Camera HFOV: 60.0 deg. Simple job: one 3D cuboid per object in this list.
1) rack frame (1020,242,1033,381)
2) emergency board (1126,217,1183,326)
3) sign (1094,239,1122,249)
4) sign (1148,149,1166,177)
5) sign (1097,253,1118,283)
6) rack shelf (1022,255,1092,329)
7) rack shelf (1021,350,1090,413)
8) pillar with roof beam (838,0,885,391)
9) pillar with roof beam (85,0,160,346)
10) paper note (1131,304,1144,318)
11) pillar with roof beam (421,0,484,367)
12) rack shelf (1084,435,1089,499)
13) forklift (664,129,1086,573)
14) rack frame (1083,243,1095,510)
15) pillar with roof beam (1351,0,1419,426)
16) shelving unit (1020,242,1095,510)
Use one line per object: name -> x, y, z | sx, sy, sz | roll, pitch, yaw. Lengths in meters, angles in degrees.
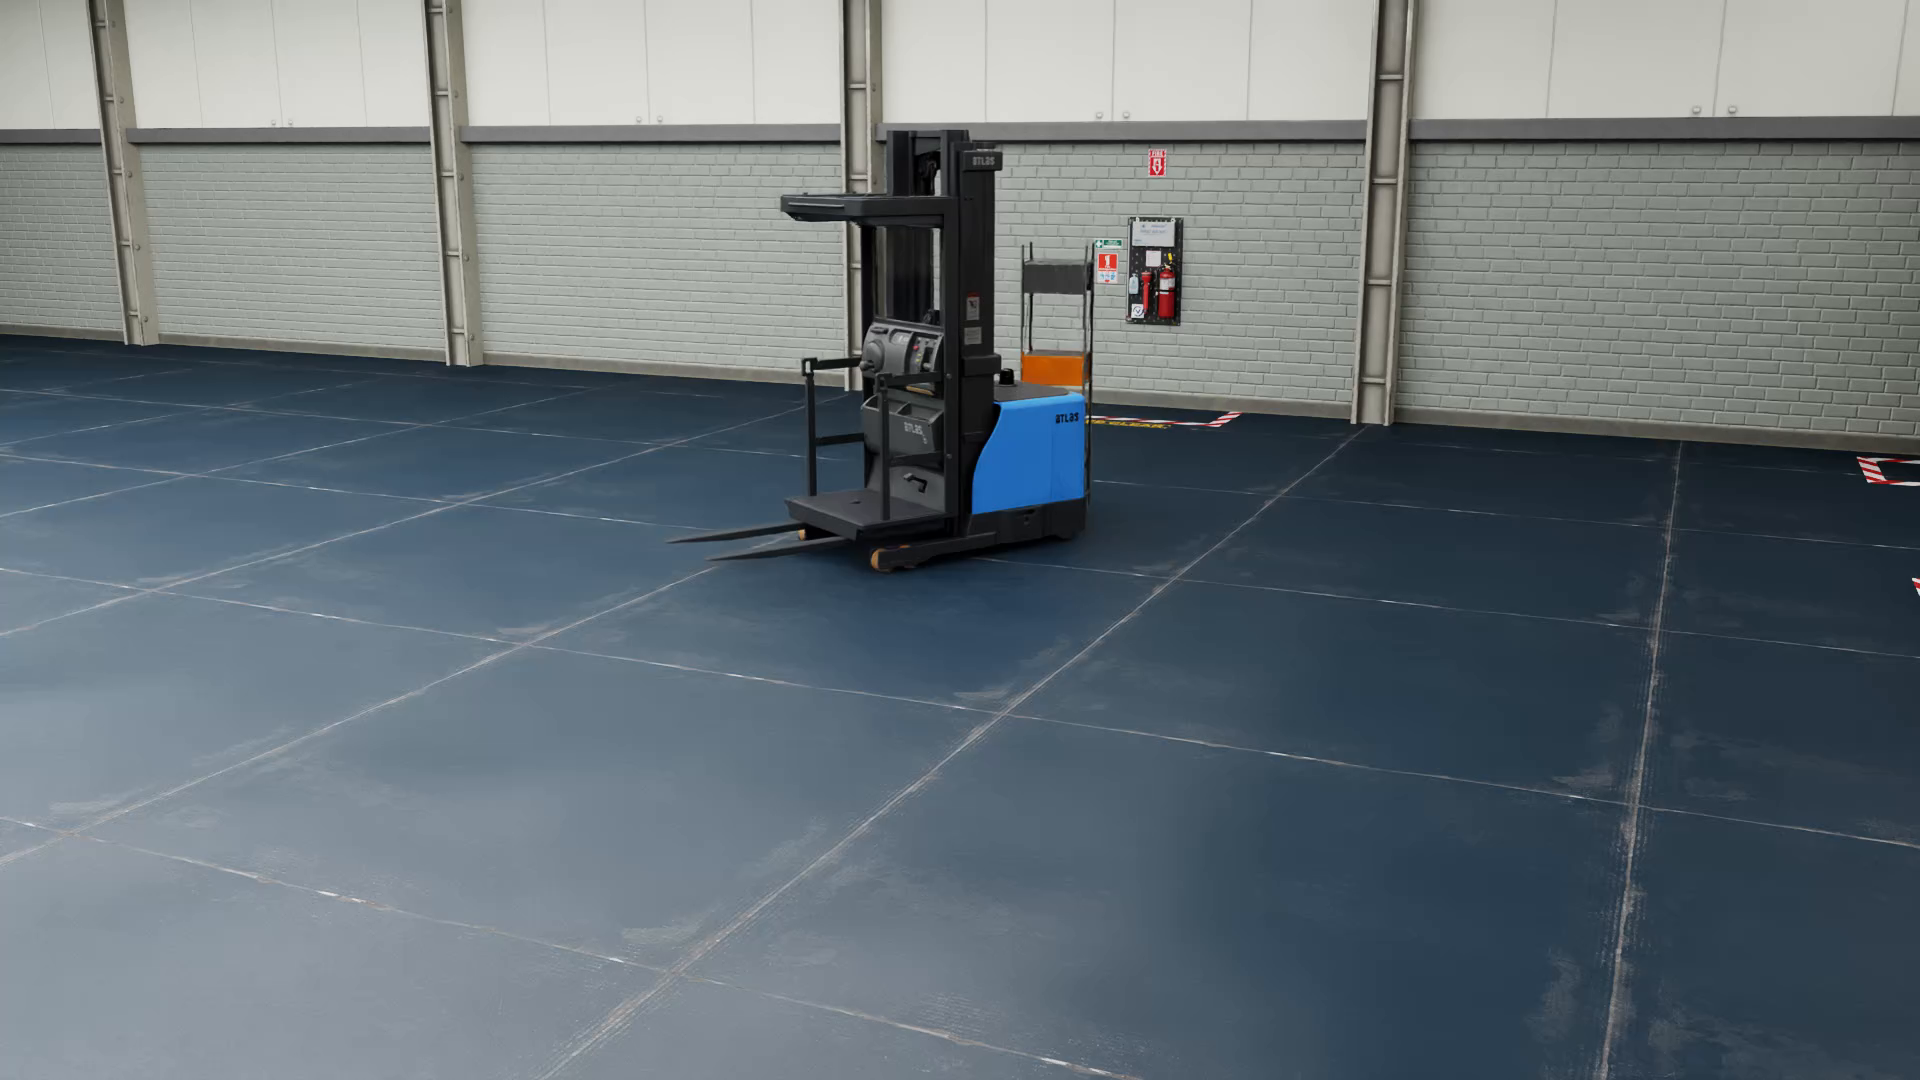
rack frame -> 0.515, -1.259, 13.022 | 0.015, 2.100, 0.400 | 3, 14, 13
emergency board -> 2.106, -2.937, 18.206 | 0.643, 1.169, 0.194 | 6, 14, 23
sign -> 1.643, -3.283, 18.441 | 0.331, 0.109, 0.001 | 6, 14, 23
sign -> 2.139, -4.087, 18.033 | 0.199, 0.298, 0.001 | 6, 14, 23
sign -> 1.642, -3.027, 18.512 | 0.234, 0.329, 0.001 | 6, 14, 23
rack shelf -> 0.753, -1.915, 12.813 | 0.480, 0.518, 0.431 | 3, 14, 13
rack shelf -> 0.753, -1.233, 12.972 | 0.480, 0.518, 0.431 | 3, 14, 13
pillar with roof beam -> -2.880, -5.277, 15.046 | 0.400, 9.000, 9.100 | 6, 14, 23
pillar with roof beam -> -13.851, -6.388, 19.778 | 0.400, 9.000, 9.100 | 6, 14, 23
paper note -> 1.972, -2.539, 18.438 | 0.142, 0.148, 0.016 | 6, 14, 23
pillar with roof beam -> -8.365, -5.832, 17.412 | 0.400, 9.000, 9.100 | 6, 14, 23
rack shelf -> 0.752, -0.552, 13.132 | 0.480, 0.518, 0.431 | 3, 14, 13
forklift -> -0.573, -1.340, 11.551 | 3.031, 2.935, 1.130 | -9, 16, -34
rack frame -> 0.990, -1.234, 12.916 | 0.015, 2.100, 0.400 | 3, 14, 13
pillar with roof beam -> 2.606, -4.722, 12.680 | 0.400, 9.000, 9.100 | 6, 14, 23
shelving unit -> 0.753, -1.246, 12.969 | 0.503, 2.100, 0.431 | 3, 14, 13
